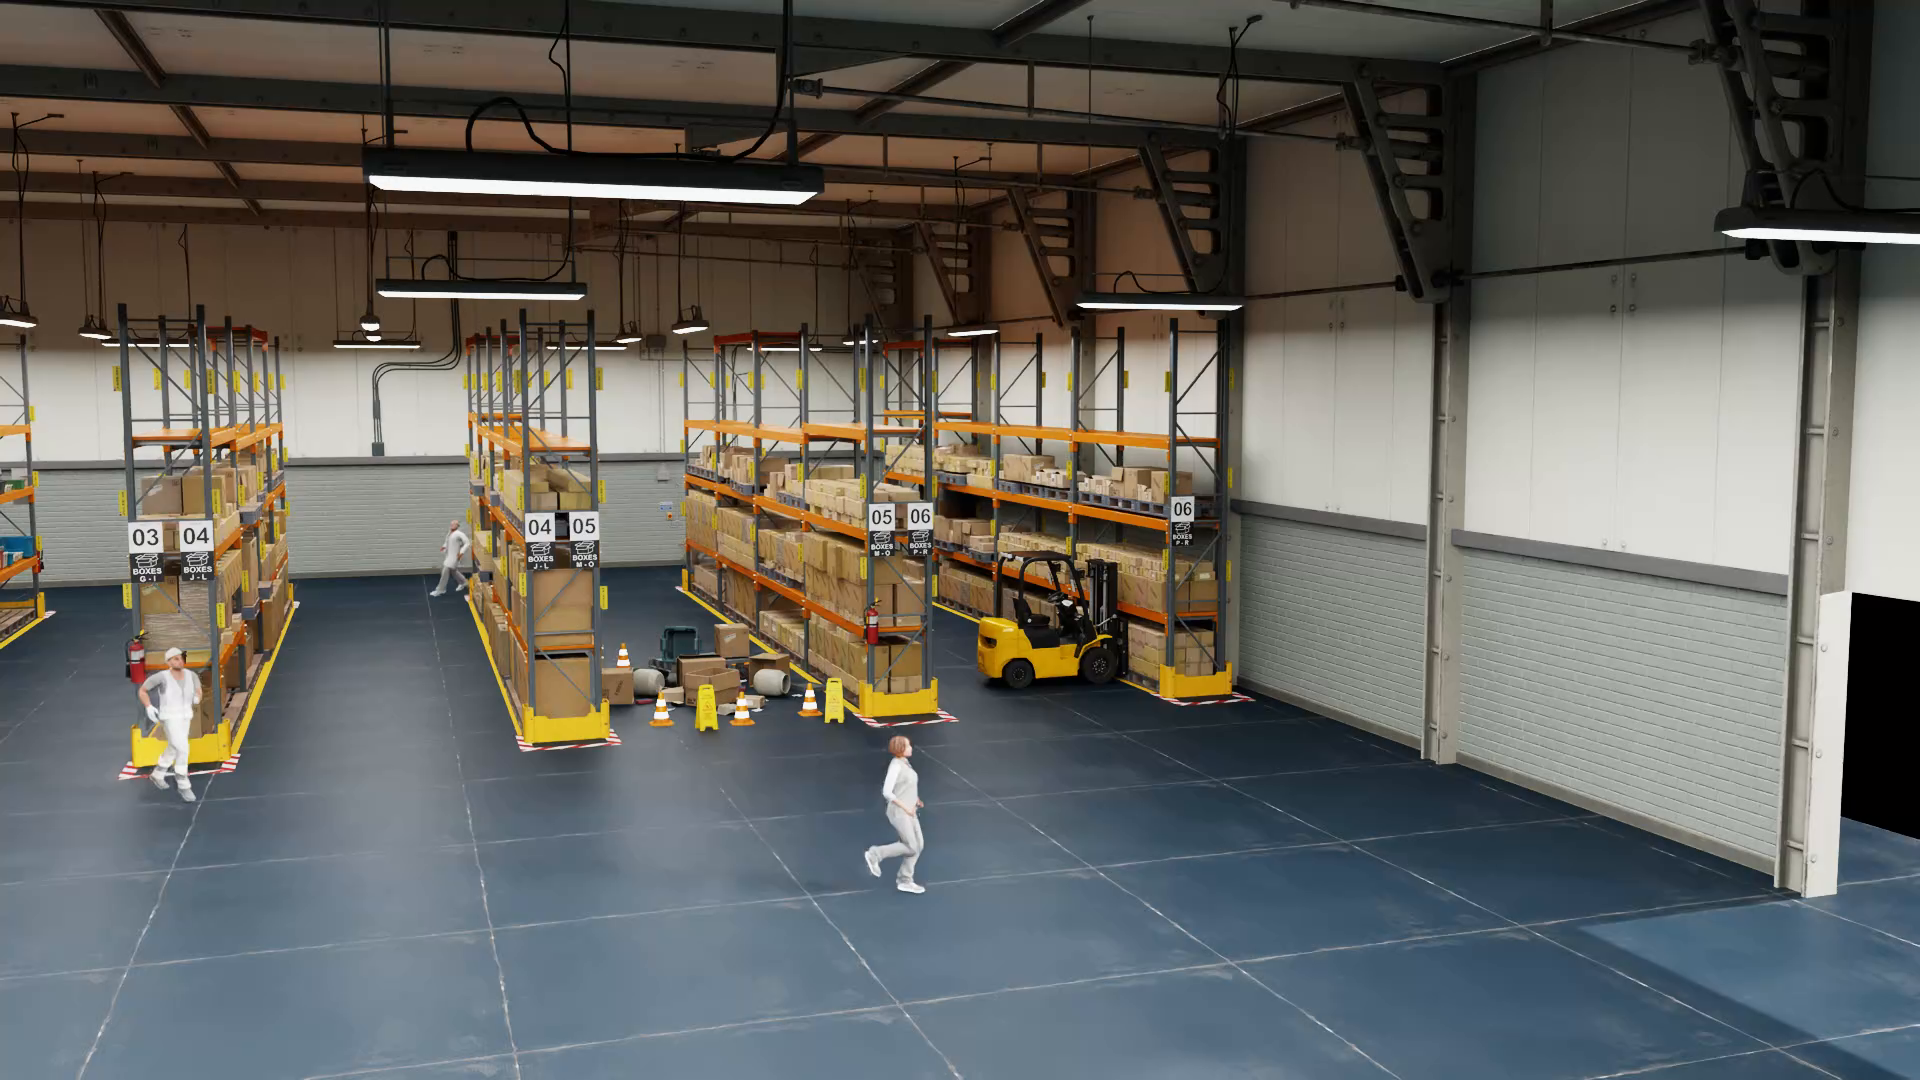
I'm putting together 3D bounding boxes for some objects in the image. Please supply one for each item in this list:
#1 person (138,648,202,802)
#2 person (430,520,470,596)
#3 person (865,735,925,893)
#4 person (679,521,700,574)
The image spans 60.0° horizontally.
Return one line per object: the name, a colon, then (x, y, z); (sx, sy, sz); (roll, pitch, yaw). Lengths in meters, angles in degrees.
person: (-9.474, 2.195, 20.098); (0.873, 1.817, 0.658); (2, 6, 25)
person: (-11.914, 0.408, 39.045); (1.041, 1.752, 0.765); (-5, 7, -42)
person: (-0.632, 2.690, 16.351); (0.591, 1.563, 0.541); (1, 6, 11)
person: (-6.666, 0.248, 41.330); (0.604, 1.692, 0.714); (0, 5, -2)
